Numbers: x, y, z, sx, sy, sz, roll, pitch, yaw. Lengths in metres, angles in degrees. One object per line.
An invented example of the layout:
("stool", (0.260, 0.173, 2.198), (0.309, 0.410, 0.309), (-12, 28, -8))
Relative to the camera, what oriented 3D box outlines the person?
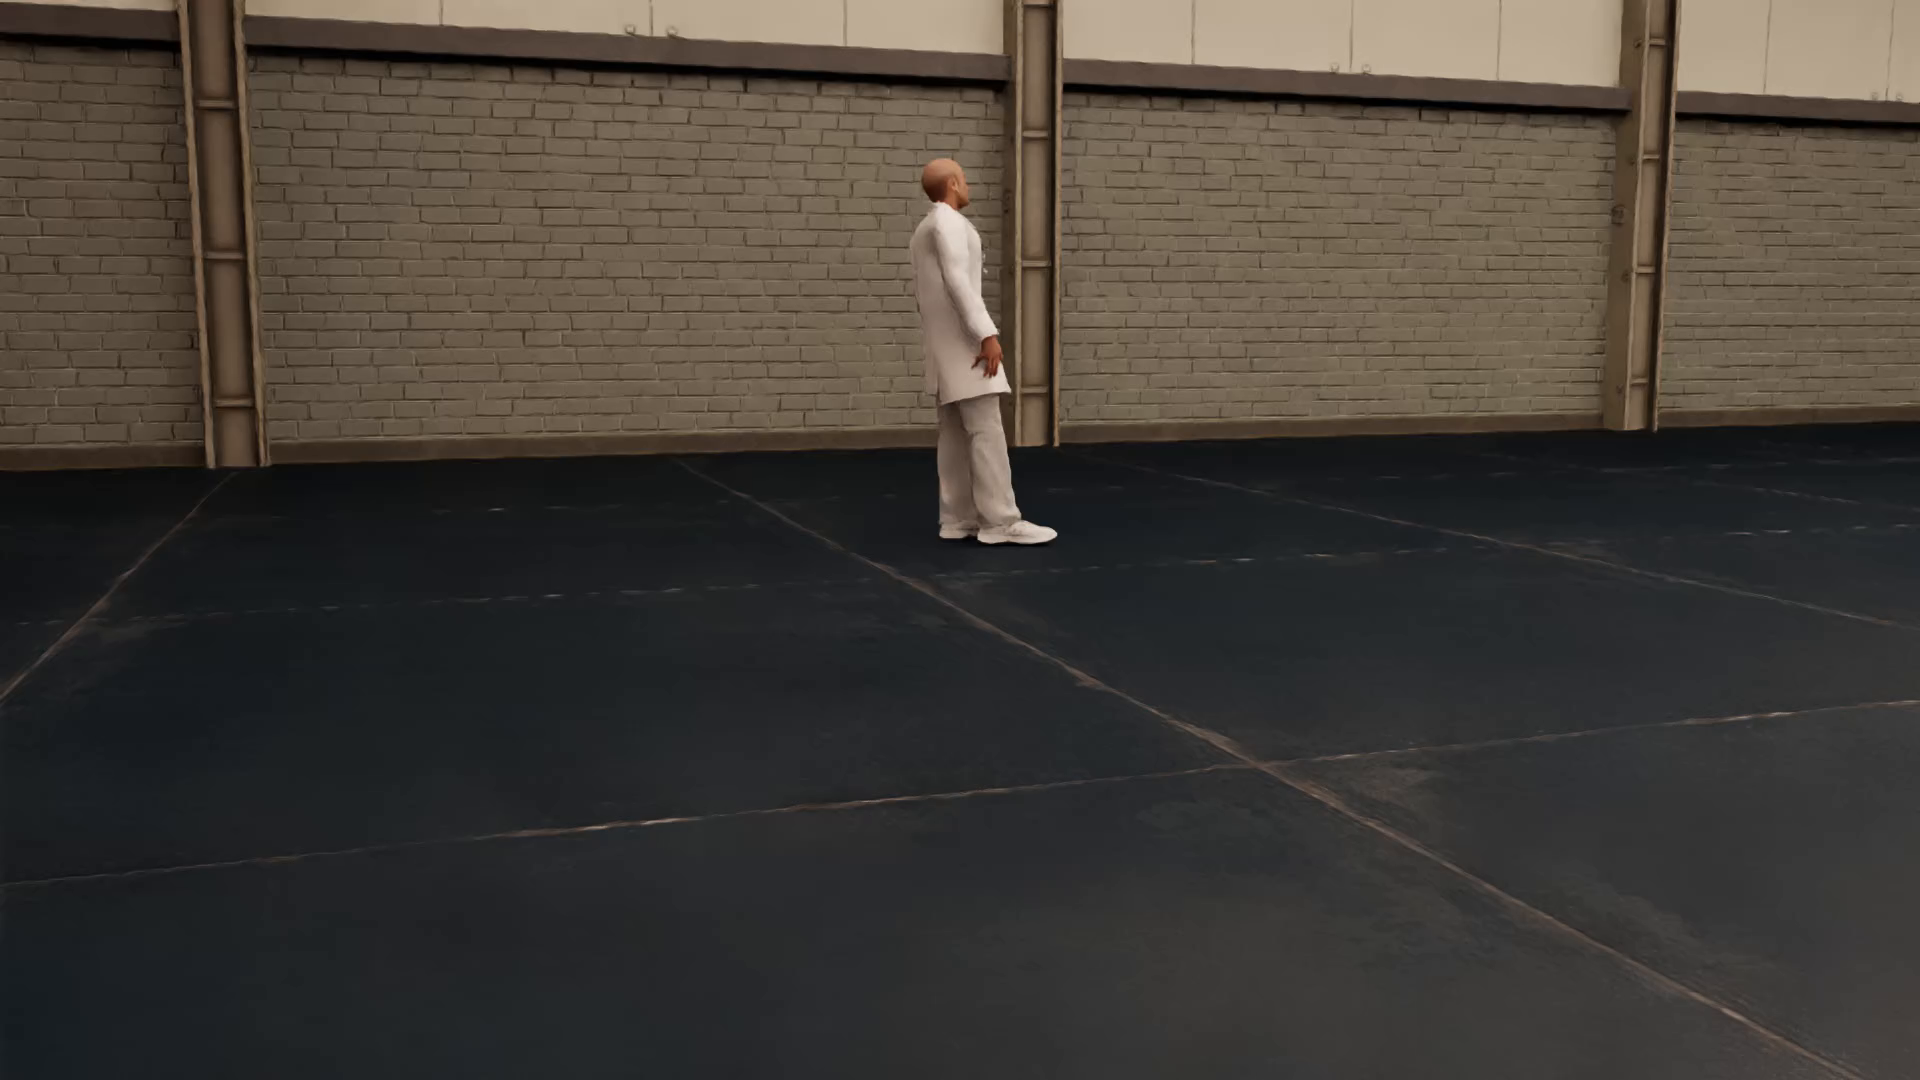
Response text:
("person", (0.088, -0.891, 7.827), (0.579, 1.776, 0.694), (-3, 8, -18))
